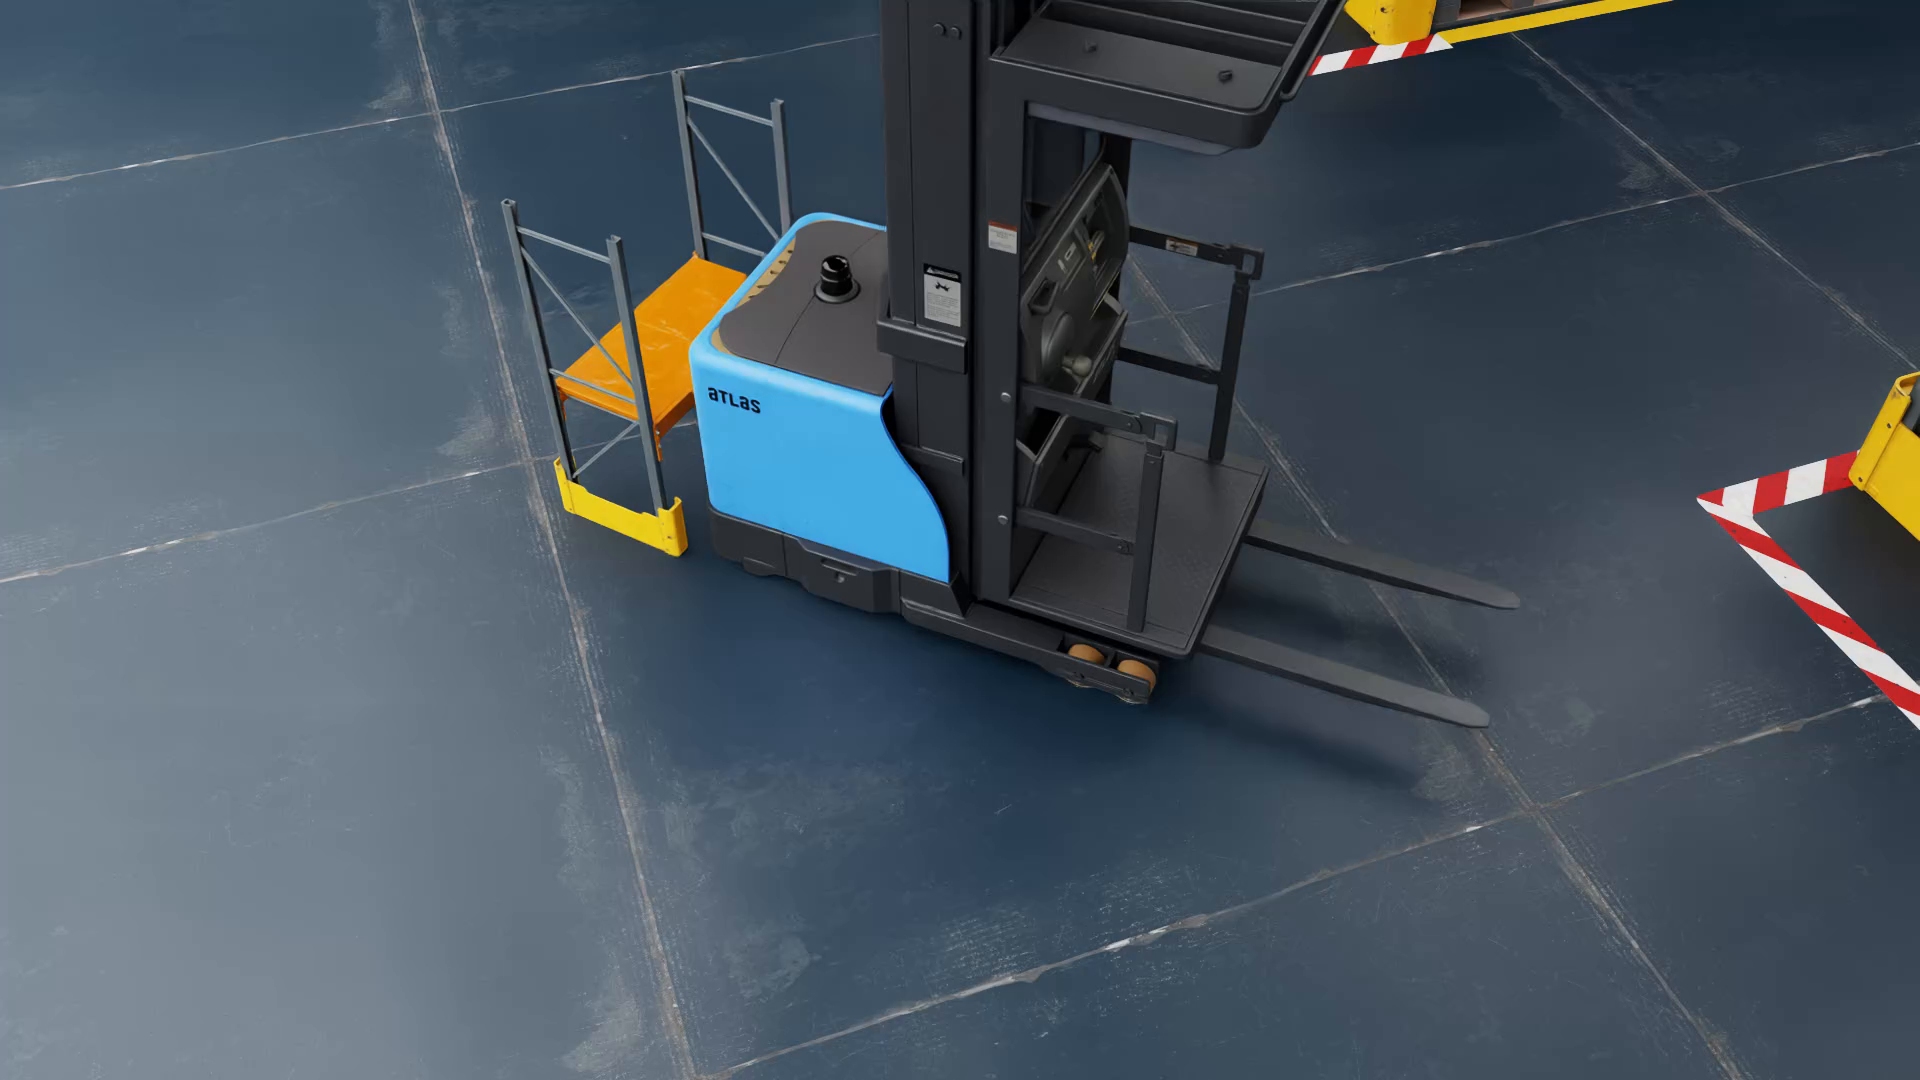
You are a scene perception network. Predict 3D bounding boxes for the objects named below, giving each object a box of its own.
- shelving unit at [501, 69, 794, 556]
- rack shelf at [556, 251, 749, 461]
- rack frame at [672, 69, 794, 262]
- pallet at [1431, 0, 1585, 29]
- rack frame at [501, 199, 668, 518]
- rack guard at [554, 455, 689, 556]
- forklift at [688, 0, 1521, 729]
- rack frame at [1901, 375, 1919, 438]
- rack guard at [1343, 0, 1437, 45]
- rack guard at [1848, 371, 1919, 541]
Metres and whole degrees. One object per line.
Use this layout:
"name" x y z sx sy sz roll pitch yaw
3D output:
"shelving unit" -1.130 -0.895 6.583 0.587 1.500 1.083 21 49 20
"rack shelf" -1.134 -0.762 6.705 0.538 0.185 1.000 21 49 20
"rack frame" -0.891 -1.205 6.892 0.500 1.500 0.032 21 49 20
"pallet" 3.158 -3.537 10.126 1.213 0.211 1.003 -14 47 -14
"rack frame" -1.378 -0.573 6.262 0.500 1.500 0.032 21 49 20
"rack guard" -1.368 -0.144 6.717 0.587 0.250 0.087 21 49 20
"forklift" 0.575 -0.862 5.540 3.031 2.935 1.130 17 47 16
"rack frame" 4.018 -0.981 5.609 0.127 3.000 1.000 -14 47 -14
"rack guard" 2.392 -3.447 9.833 0.348 0.500 1.175 -14 47 -14
"rack guard" 4.090 -0.116 6.513 0.348 0.500 1.175 -14 47 -14
